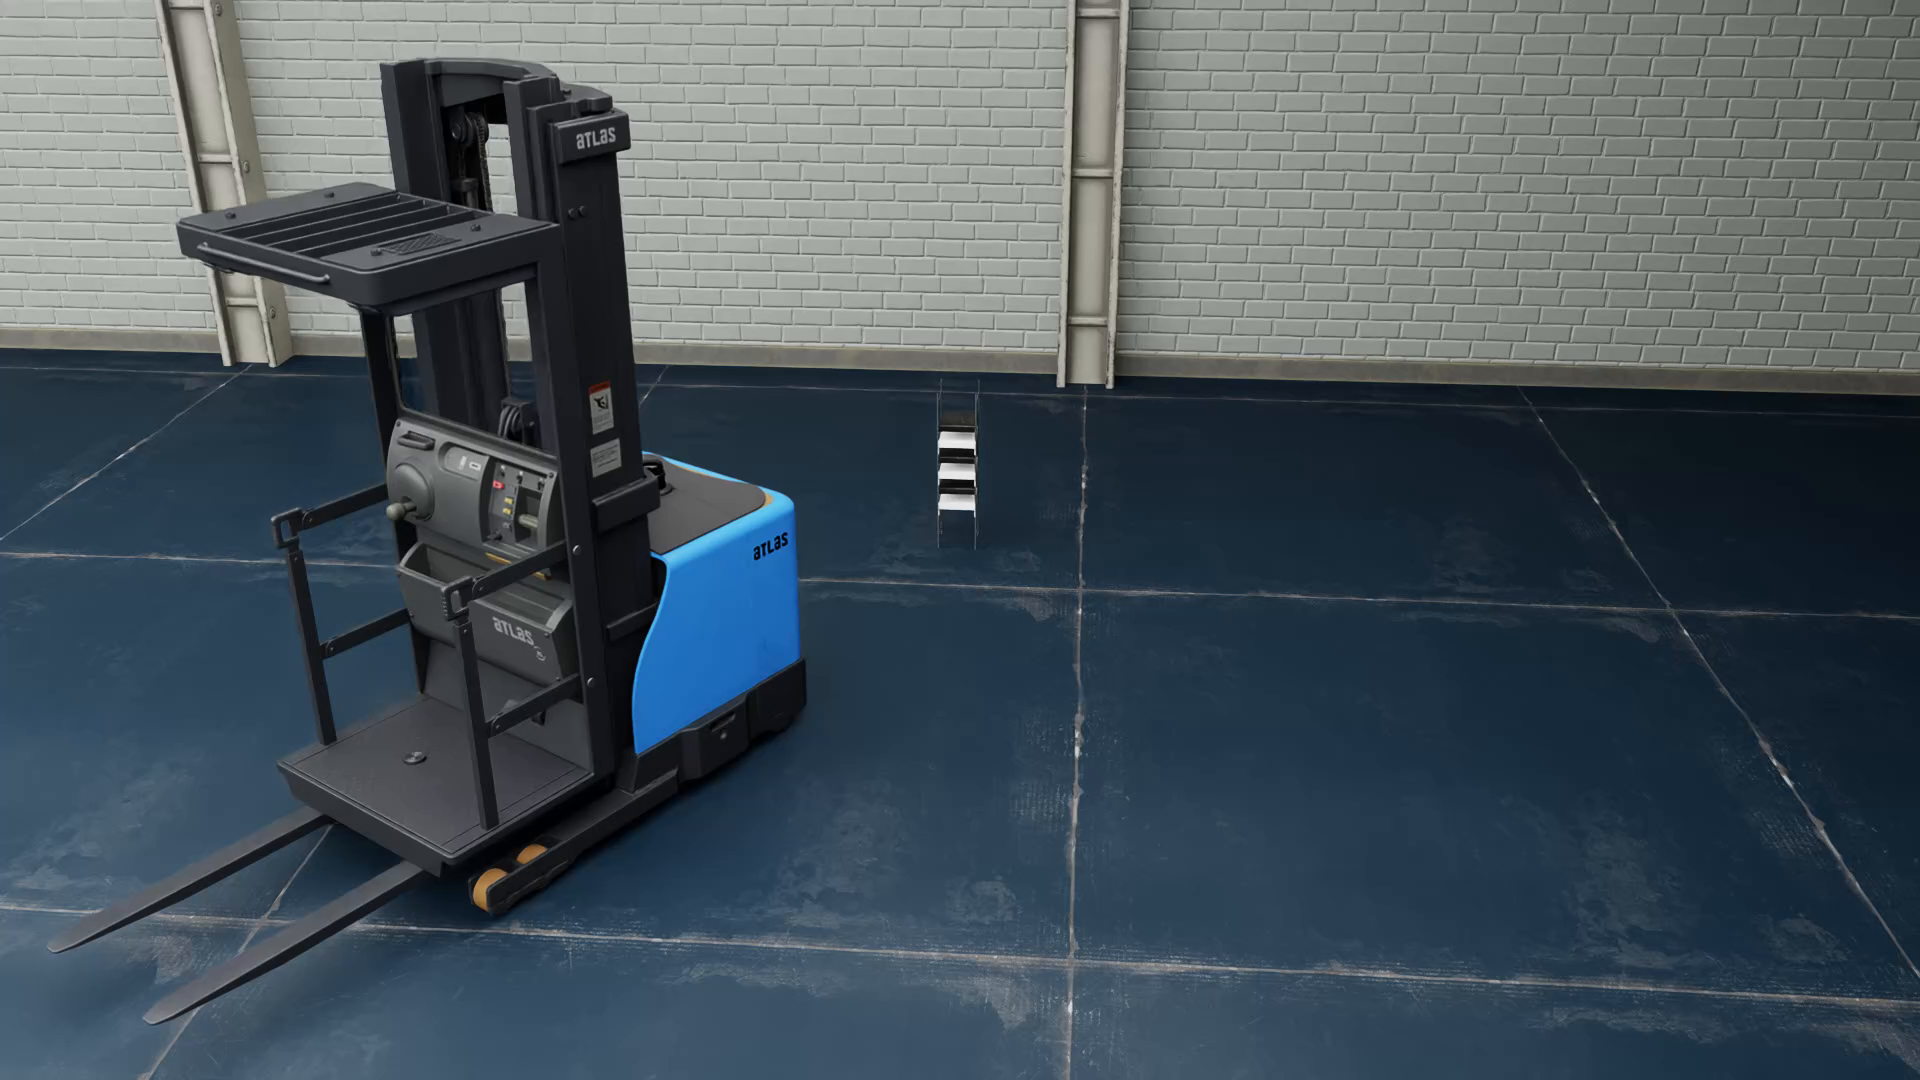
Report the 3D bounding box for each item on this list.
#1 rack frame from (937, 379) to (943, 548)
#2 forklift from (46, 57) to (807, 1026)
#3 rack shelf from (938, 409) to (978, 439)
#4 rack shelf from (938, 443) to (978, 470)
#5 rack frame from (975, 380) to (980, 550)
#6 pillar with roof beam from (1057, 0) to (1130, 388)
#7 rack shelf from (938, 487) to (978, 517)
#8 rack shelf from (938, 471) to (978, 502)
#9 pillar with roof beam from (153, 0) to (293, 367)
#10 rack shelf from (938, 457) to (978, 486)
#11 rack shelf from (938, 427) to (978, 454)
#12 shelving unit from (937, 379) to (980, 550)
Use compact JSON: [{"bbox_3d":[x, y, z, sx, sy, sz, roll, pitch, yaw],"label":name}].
[{"bbox_3d":[-0.109,-0.412,9.070,0.006,0.900,0.240,2,25,4],"label":"rack frame"},{"bbox_3d":[-1.967,-0.165,6.103,1.130,2.935,3.031,17,30,33],"label":"forklift"},{"bbox_3d":[-0.008,-0.624,8.964,0.200,0.077,0.258,2,25,4],"label":"rack shelf"},{"bbox_3d":[-0.008,-0.461,9.039,0.200,0.077,0.258,2,25,4],"label":"rack shelf"},{"bbox_3d":[0.093,-0.406,9.055,0.006,0.900,0.240,2,25,4],"label":"rack frame"},{"bbox_3d":[0.553,-3.416,5.908,0.400,9.000,9.100,2,25,4],"label":"pillar with roof beam"},{"bbox_3d":[-0.008,-0.215,9.152,0.200,0.077,0.258,2,25,4],"label":"rack shelf"},{"bbox_3d":[-0.008,-0.297,9.114,0.200,0.077,0.258,2,25,4],"label":"rack shelf"},{"bbox_3d":[-5.429,-3.608,6.326,0.400,9.000,9.100,2,25,4],"label":"pillar with roof beam"},{"bbox_3d":[-0.008,-0.379,9.076,0.200,0.077,0.258,2,25,4],"label":"rack shelf"},{"bbox_3d":[-0.008,-0.542,9.001,0.200,0.077,0.258,2,25,4],"label":"rack shelf"},{"bbox_3d":[-0.008,-0.409,9.062,0.210,0.900,0.258,2,25,4],"label":"shelving unit"}]
